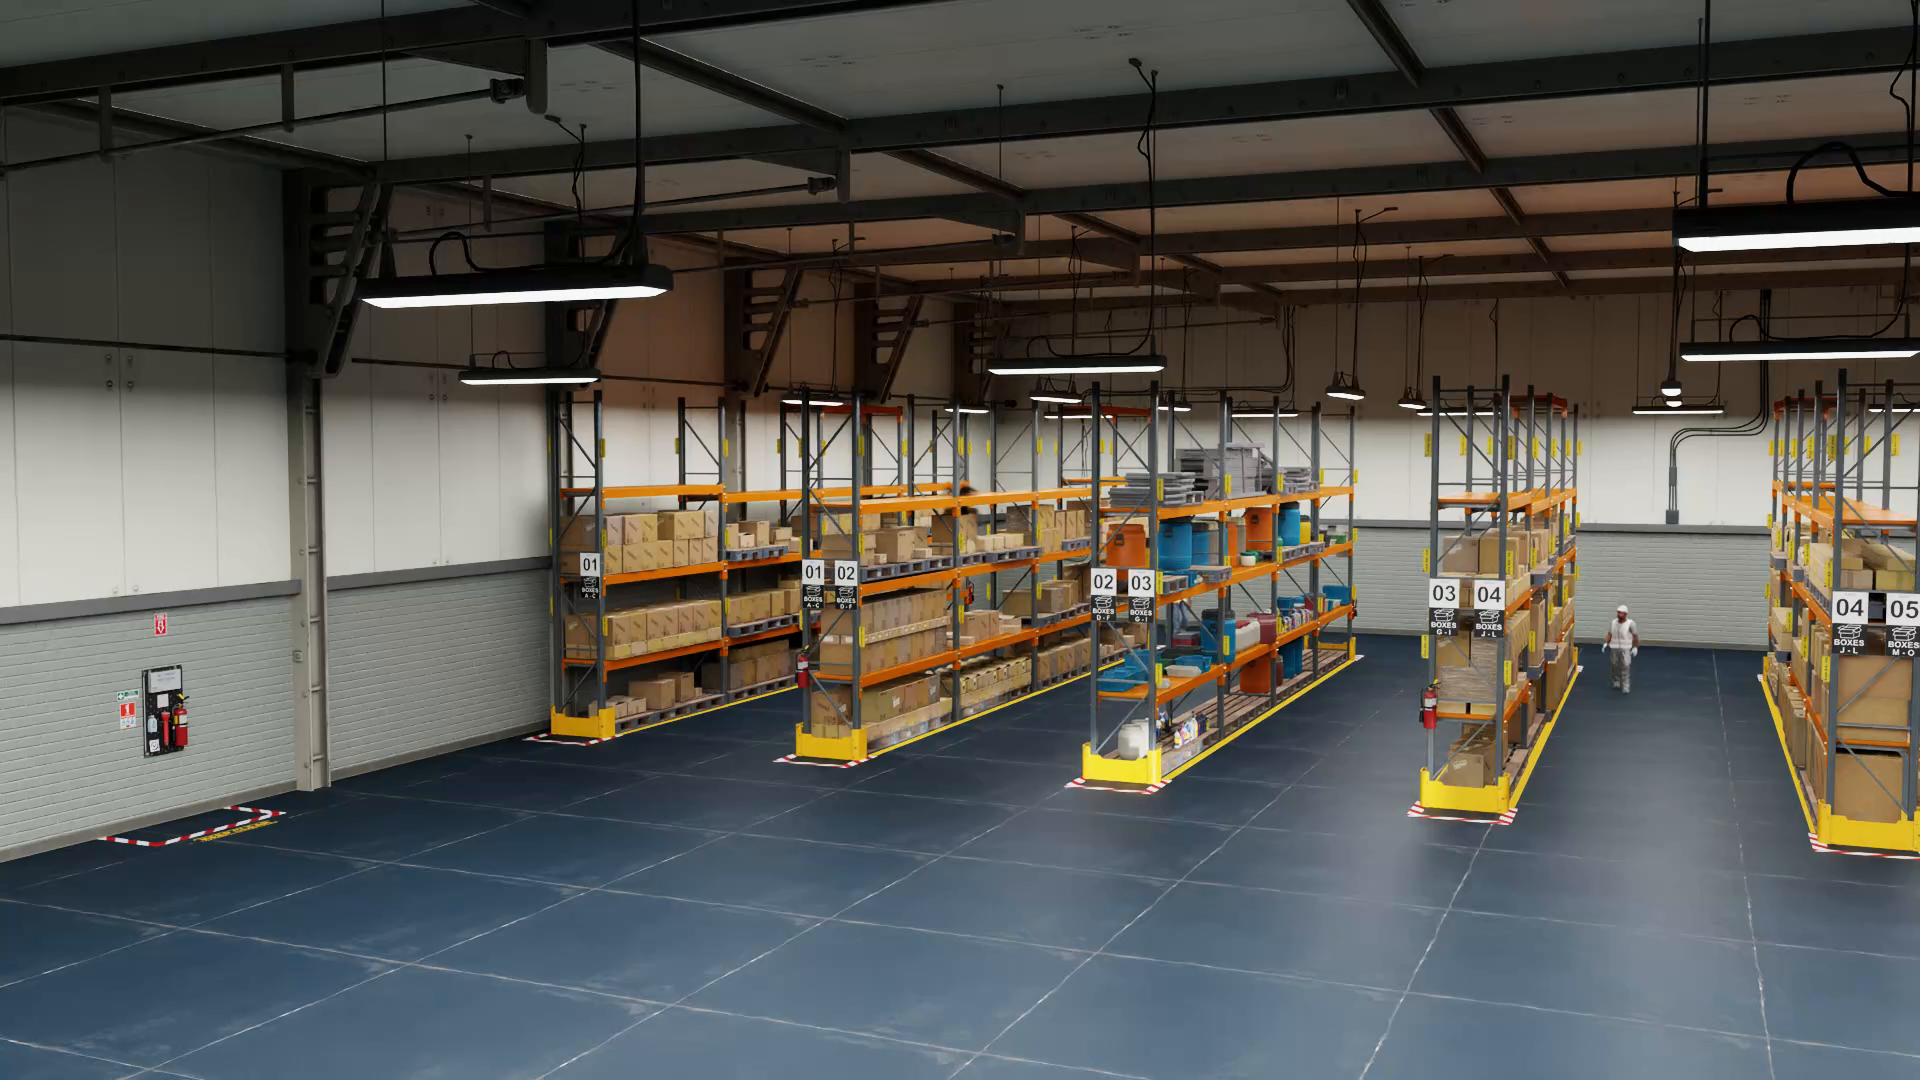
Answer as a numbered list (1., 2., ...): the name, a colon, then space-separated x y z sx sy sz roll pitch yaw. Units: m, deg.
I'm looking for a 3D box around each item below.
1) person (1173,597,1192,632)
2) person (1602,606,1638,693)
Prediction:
1. person: 5.792 1.689 44.004 0.675 1.768 0.431 0 3 -4
2. person: 13.578 2.224 34.213 0.679 1.740 0.972 1 3 21
